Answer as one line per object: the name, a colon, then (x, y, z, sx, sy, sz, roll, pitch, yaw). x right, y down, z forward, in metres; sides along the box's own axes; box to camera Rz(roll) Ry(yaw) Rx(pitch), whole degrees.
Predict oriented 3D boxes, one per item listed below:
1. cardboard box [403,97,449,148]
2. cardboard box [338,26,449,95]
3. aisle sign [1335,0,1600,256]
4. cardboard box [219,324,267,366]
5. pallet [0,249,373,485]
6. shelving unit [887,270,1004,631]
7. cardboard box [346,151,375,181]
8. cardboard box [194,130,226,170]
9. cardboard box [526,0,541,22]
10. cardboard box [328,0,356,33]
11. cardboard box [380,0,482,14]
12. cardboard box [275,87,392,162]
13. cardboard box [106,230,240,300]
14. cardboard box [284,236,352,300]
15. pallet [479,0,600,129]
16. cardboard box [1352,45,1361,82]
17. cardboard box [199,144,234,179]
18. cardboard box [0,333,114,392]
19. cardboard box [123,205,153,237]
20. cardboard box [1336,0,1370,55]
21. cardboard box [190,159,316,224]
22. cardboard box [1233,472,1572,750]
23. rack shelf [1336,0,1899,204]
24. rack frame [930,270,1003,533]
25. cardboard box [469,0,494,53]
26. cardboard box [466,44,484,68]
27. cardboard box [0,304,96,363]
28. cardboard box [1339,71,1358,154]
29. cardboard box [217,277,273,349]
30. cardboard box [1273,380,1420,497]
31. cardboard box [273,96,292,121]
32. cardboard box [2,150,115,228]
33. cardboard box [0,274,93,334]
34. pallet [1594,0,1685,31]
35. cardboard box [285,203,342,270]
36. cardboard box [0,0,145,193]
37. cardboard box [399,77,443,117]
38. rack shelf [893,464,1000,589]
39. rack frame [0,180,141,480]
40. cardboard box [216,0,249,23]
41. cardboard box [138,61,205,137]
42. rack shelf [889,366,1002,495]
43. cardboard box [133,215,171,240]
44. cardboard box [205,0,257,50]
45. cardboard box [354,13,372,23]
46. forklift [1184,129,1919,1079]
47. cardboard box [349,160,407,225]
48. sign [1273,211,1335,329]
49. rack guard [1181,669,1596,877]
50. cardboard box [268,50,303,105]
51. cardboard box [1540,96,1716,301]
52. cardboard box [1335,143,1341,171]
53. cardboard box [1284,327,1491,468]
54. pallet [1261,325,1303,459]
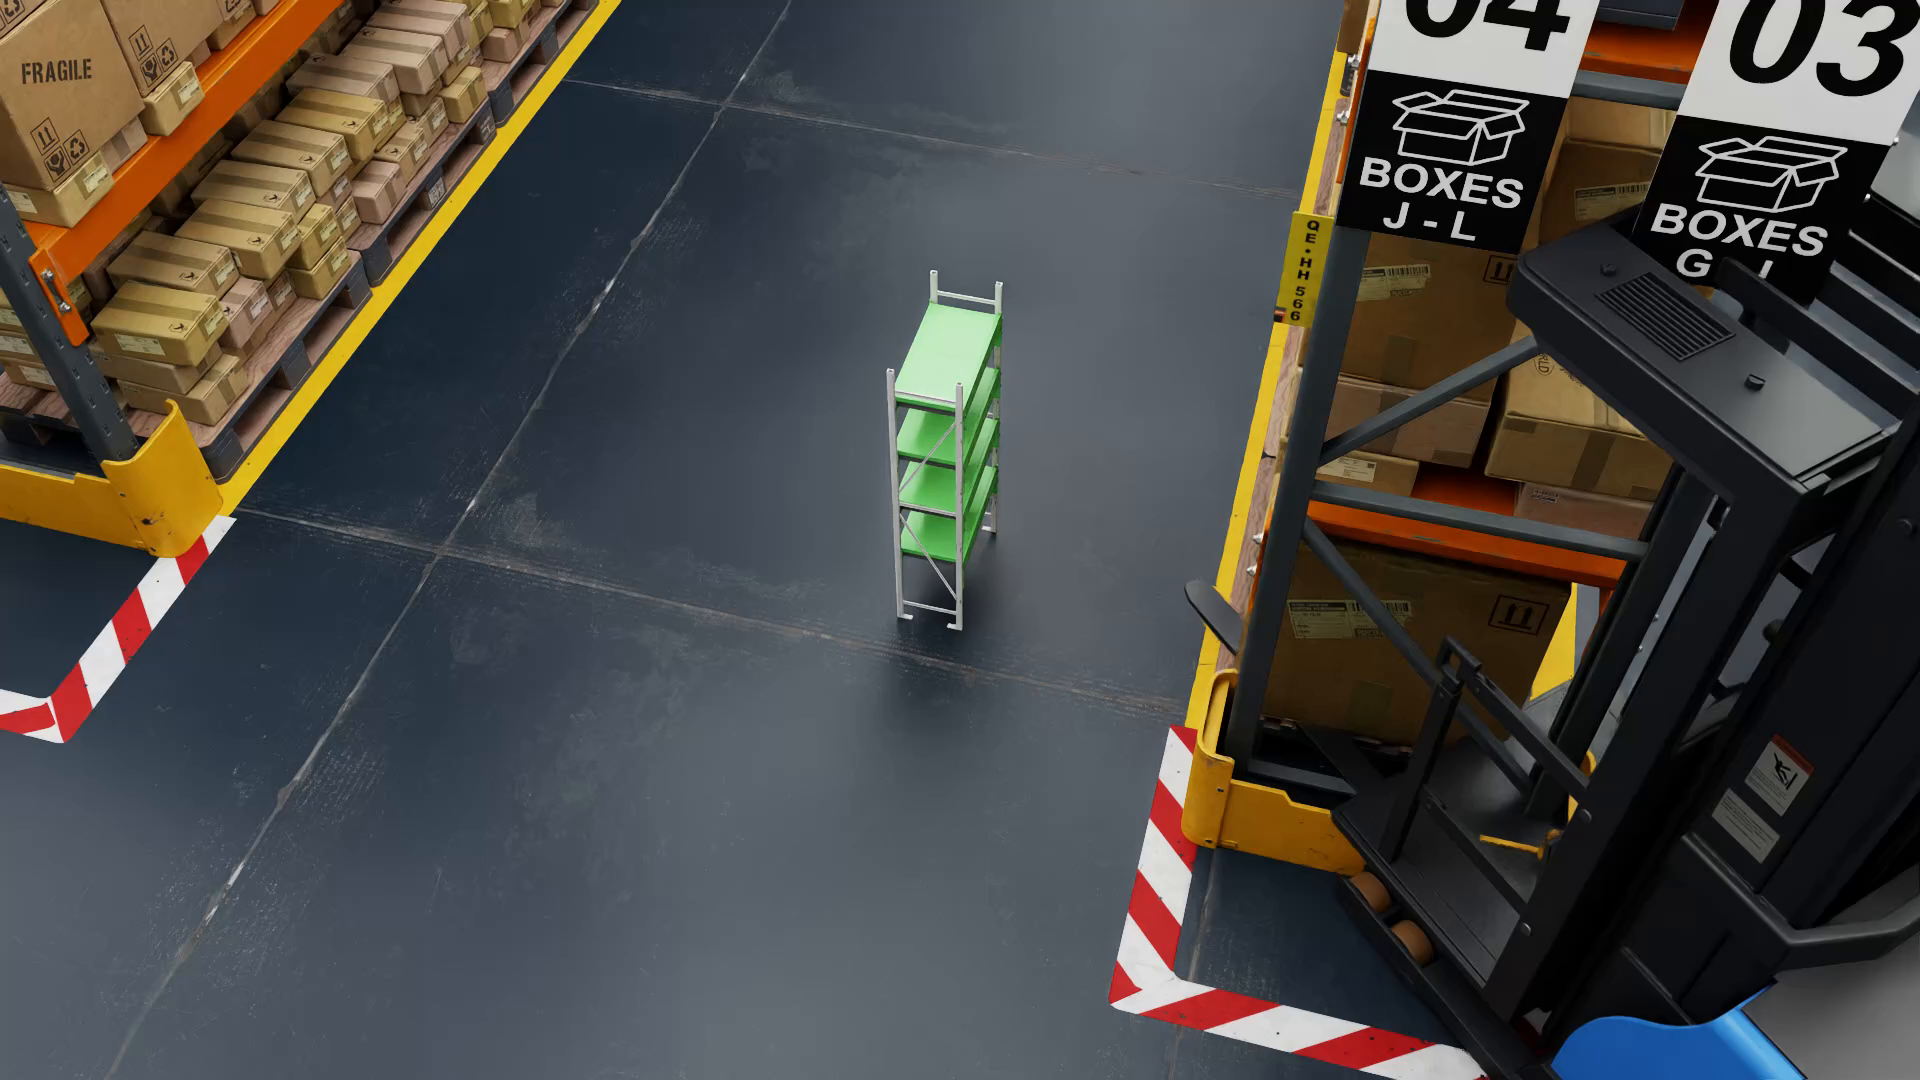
cardboard box: (-2.565, -1.912, 7.558, 0.380, 0.149, 0.250, 12, 50, 11)
cardboard box: (-2.499, -2.117, 7.342, 0.380, 0.149, 0.250, 10, 49, 9)
aisle sign: (1.013, -0.913, 3.321, 0.394, 0.787, 0.004, 12, 50, 10)
cardboard box: (-3.001, -0.814, 6.590, 0.380, 0.149, 0.250, 11, 50, 10)
pallet: (-3.169, -0.810, 6.825, 1.003, 0.211, 1.213, 12, 50, 10)
shelving unit: (-0.044, -0.277, 5.694, 0.258, 1.200, 0.503, 12, 50, 10)
cardboard box: (-2.764, -1.681, 7.156, 0.380, 0.149, 0.250, 14, 50, 12)
cardboard box: (-3.329, -1.686, 6.962, 0.380, 0.149, 0.250, 13, 50, 11)
cardboard box: (-2.308, -2.664, 8.222, 0.380, 0.149, 0.250, 13, 50, 11)
cardboard box: (-3.016, -2.434, 7.622, 0.380, 0.149, 0.250, 13, 50, 11)
cardboard box: (-2.458, -2.528, 7.705, 0.380, 0.149, 0.250, 13, 50, 11)
cardboard box: (-2.644, -1.758, 7.025, 0.380, 0.149, 0.250, 12, 50, 11)
cardboard box: (-3.015, -1.025, 6.379, 0.380, 0.149, 0.250, 12, 50, 11)
cardboard box: (-2.769, -1.159, 6.893, 0.380, 0.149, 0.250, 12, 50, 10)
pallet: (-2.527, -2.575, 8.382, 1.003, 0.211, 1.213, 12, 50, 10)
cardboard box: (1.567, -1.580, 5.811, 0.380, 0.149, 0.250, 10, 49, 9)
cardboard box: (-3.315, -1.583, 7.069, 0.380, 0.149, 0.250, 12, 50, 11)
cardboard box: (-3.500, -0.715, 6.502, 0.380, 0.149, 0.250, 12, 50, 11)
cardboard box: (-3.475, -1.306, 6.626, 0.380, 0.149, 0.250, 11, 49, 9)
cardboard box: (2.523, -2.842, 7.894, 1.225, 0.875, 0.875, 12, 50, 10)
cardboard box: (-2.840, -1.378, 6.690, 0.380, 0.149, 0.250, 9, 49, 8)
cardboard box: (1.413, 0.040, 5.351, 0.875, 0.875, 0.875, 12, 50, 10)
rack shelf: (1.848, -2.247, 4.712, 1.077, 0.370, 4.000, 12, 50, 10)
rack frame: (0.021, -0.454, 5.850, 0.240, 1.200, 0.015, 12, 50, 10)
cardboard box: (-2.434, -2.437, 7.823, 0.380, 0.149, 0.250, 12, 50, 10)
cardboard box: (-2.502, -2.294, 7.895, 0.380, 0.149, 0.250, 10, 49, 9)
cardboard box: (-3.574, -0.830, 6.405, 0.380, 0.149, 0.250, 10, 49, 9)
cardboard box: (1.461, -1.232, 5.239, 0.500, 0.250, 0.500, 10, 49, 9)
cardboard box: (-2.925, -0.907, 6.473, 0.380, 0.149, 0.250, 11, 50, 10)
cardboard box: (1.097, -0.285, 4.669, 0.380, 0.149, 0.250, 12, 50, 11)
cardboard box: (-3.184, -1.969, 7.411, 0.380, 0.149, 0.250, 12, 50, 10)
cardboard box: (-3.036, -1.184, 5.462, 0.380, 0.149, 0.250, 11, 50, 10)
cardboard box: (-3.542, -0.923, 6.289, 0.380, 0.149, 0.250, 12, 50, 10)
pallet: (1.507, -1.548, 3.674, 1.003, 0.211, 1.213, 12, 50, 10)
cardboard box: (-2.774, -1.266, 6.789, 0.380, 0.149, 0.250, 13, 50, 11)
cardboard box: (-3.052, -1.499, 5.308, 0.500, 0.500, 0.500, 14, 50, 12)
cardboard box: (-2.572, -2.059, 7.489, 0.380, 0.149, 0.250, 9, 49, 8)
rack shelf: (-0.044, -0.076, 5.922, 0.258, 0.148, 0.480, 12, 50, 10)
rack frame: (-3.437, -1.098, 5.218, 1.000, 3.000, 0.127, 12, 50, 10)
cardboard box: (-2.795, -2.243, 5.964, 0.500, 0.500, 0.500, 12, 50, 11)
cardboard box: (-2.886, -1.560, 5.794, 0.380, 0.149, 0.250, 10, 49, 9)
rack shelf: (-0.044, -0.394, 5.562, 0.258, 0.148, 0.480, 12, 50, 10)
cardboard box: (-3.438, -1.206, 6.737, 0.380, 0.149, 0.250, 10, 49, 8)
cardboard box: (-2.855, -1.966, 6.152, 0.380, 0.149, 0.250, 11, 50, 10)
cardboard box: (-2.872, -2.507, 7.885, 0.380, 0.149, 0.250, 9, 49, 8)
forklift: (1.832, 0.191, 4.126, 1.130, 2.935, 3.031, -24, 53, -19)
cardboard box: (-2.644, -1.525, 7.217, 0.380, 0.149, 0.250, 9, 49, 8)
sign: (0.802, -0.624, 3.870, 0.100, 0.325, 0.005, 12, 50, 10)
rack guard: (1.315, 0.799, 5.212, 1.175, 0.500, 0.348, 12, 50, 10)
cardboard box: (-3.111, -2.050, 7.283, 0.380, 0.149, 0.250, 12, 50, 10)
cardboard box: (1.840, -0.998, 4.532, 0.500, 0.500, 0.500, 10, 49, 9)
cardboard box: (1.433, -1.212, 5.486, 0.380, 0.149, 0.250, 12, 50, 10)
cardboard box: (1.193, -0.497, 4.590, 0.500, 0.250, 0.500, 11, 49, 9)
pallet: (1.779, -0.596, 6.636, 1.003, 0.211, 1.213, 12, 50, 10)
